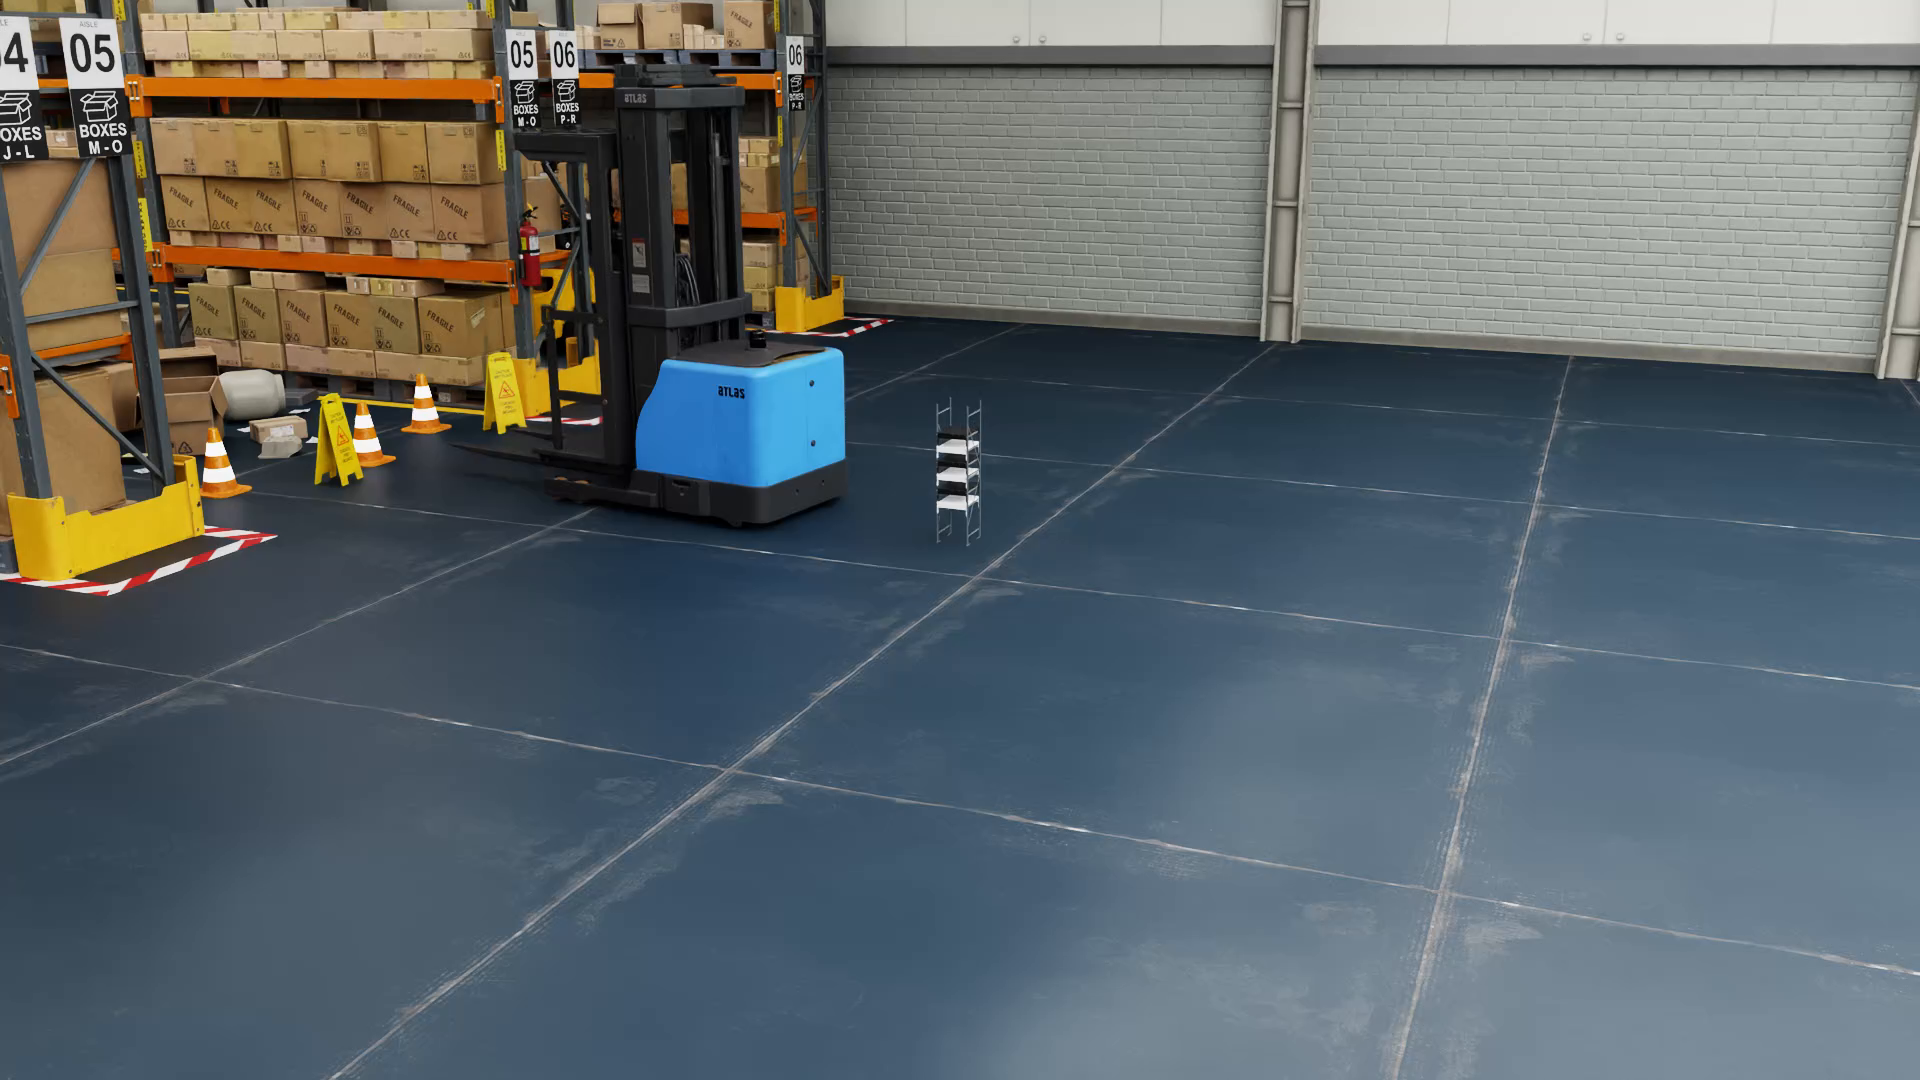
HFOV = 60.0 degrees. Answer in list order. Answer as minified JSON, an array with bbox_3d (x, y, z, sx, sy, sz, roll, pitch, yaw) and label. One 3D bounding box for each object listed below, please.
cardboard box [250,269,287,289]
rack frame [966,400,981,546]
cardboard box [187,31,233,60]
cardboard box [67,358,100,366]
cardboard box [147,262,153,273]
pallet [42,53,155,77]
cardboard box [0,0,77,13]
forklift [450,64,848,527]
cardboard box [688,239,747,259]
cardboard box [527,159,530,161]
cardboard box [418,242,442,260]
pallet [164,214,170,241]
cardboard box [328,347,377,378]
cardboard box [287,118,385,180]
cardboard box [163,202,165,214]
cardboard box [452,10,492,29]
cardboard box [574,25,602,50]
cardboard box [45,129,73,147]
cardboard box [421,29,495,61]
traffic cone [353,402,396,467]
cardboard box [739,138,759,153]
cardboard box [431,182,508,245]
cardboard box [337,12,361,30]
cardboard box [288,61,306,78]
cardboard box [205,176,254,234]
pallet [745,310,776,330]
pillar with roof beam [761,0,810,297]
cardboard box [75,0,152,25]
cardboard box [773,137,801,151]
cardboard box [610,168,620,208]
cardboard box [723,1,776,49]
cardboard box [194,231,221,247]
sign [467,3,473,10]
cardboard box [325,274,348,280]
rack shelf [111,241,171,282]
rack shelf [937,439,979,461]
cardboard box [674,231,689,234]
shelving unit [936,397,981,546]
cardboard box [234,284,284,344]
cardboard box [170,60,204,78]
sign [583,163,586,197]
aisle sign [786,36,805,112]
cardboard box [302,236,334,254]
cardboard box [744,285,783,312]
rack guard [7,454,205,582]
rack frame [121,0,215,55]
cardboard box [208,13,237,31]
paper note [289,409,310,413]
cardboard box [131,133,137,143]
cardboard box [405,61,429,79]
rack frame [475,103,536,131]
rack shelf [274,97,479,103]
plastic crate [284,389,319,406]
[{"bbox_3d":[-6.269,-2.407,15.253,0.250,0.149,0.380,7,18,23],"label":"cardboard box"},{"bbox_3d":[0.087,-0.423,10.515,0.006,0.900,0.240,6,17,21],"label":"rack frame"},{"bbox_3d":[-6.500,-4.410,14.838,0.500,0.250,0.500,6,17,20],"label":"cardboard box"},{"bbox_3d":[-7.917,-1.763,14.492,0.500,0.500,0.500,6,17,21],"label":"cardboard box"},{"bbox_3d":[-10.617,-3.857,22.309,0.500,0.500,0.500,7,18,23],"label":"cardboard box"},{"bbox_3d":[-7.827,-4.506,15.770,1.003,0.211,1.213,6,17,21],"label":"pallet"},{"bbox_3d":[-5.648,-3.238,9.870,0.500,0.250,0.500,6,17,21],"label":"cardboard box"},{"bbox_3d":[-2.311,-1.772,11.522,3.031,2.935,1.130,9,19,29],"label":"forklift"},{"bbox_3d":[-2.773,-3.321,19.120,0.500,0.250,0.500,7,17,22],"label":"cardboard box"},{"bbox_3d":[-5.033,-4.585,19.744,0.250,0.149,0.380,7,17,22],"label":"cardboard box"},{"bbox_3d":[-4.505,-2.546,14.515,0.250,0.149,0.380,6,17,20],"label":"cardboard box"},{"bbox_3d":[-7.950,-3.088,16.276,1.213,0.211,1.003,6,17,21],"label":"pallet"},{"bbox_3d":[-5.390,-1.657,15.178,0.500,0.250,0.500,6,17,19],"label":"cardboard box"},{"bbox_3d":[-5.520,-3.488,14.803,0.500,0.500,0.700,6,17,20],"label":"cardboard box"},{"bbox_3d":[-7.690,-3.284,16.303,0.250,0.149,0.380,7,17,21],"label":"cardboard box"},{"bbox_3d":[-3.994,-4.316,13.801,0.250,0.149,0.380,6,17,21],"label":"cardboard box"},{"bbox_3d":[-4.205,-5.747,19.019,0.258,0.266,0.396,6,17,19],"label":"cardboard box"},{"bbox_3d":[-8.714,-3.846,15.913,0.250,0.149,0.380,6,17,18],"label":"cardboard box"},{"bbox_3d":[-4.146,-4.149,13.941,0.500,0.250,0.500,6,17,20],"label":"cardboard box"},{"bbox_3d":[-4.536,-0.824,12.681,0.334,0.463,0.336,6,17,21],"label":"traffic cone"},{"bbox_3d":[-2.405,-4.445,18.727,0.250,0.149,0.380,6,17,21],"label":"cardboard box"},{"bbox_3d":[-4.177,-2.830,14.330,0.500,0.500,0.500,6,17,20],"label":"cardboard box"},{"bbox_3d":[-5.140,-4.474,14.344,0.250,0.149,0.380,6,17,19],"label":"cardboard box"},{"bbox_3d":[-5.656,-4.131,14.592,0.250,0.149,0.380,6,17,21],"label":"cardboard box"},{"bbox_3d":[-6.510,-3.093,15.234,0.500,0.500,0.500,6,17,20],"label":"cardboard box"},{"bbox_3d":[-2.480,-2.671,19.497,1.213,0.211,1.003,6,17,21],"label":"pallet"},{"bbox_3d":[-3.650,-6.013,15.244,0.400,9.000,9.100,6,17,21],"label":"pillar with roof beam"},{"bbox_3d":[-7.878,-4.901,15.414,0.500,0.250,0.500,7,17,22],"label":"cardboard box"},{"bbox_3d":[-1.987,-4.535,19.039,0.250,0.149,0.380,6,17,20],"label":"cardboard box"},{"bbox_3d":[-3.735,-4.130,19.339,0.500,0.500,0.500,6,17,21],"label":"cardboard box"},{"bbox_3d":[-2.255,-5.663,18.309,0.500,0.500,0.500,7,18,22],"label":"cardboard box"},{"bbox_3d":[-6.863,-2.816,15.444,0.250,0.149,0.380,7,18,22],"label":"cardboard box"},{"bbox_3d":[-5.664,-6.050,19.263,0.005,0.325,0.100,6,17,21],"label":"sign"},{"bbox_3d":[-6.170,-2.263,15.923,0.500,0.500,0.500,7,17,22],"label":"cardboard box"},{"bbox_3d":[-9.153,-2.924,16.655,4.000,0.370,1.077,6,17,21],"label":"rack shelf"},{"bbox_3d":[-0.008,-0.574,10.510,0.200,0.077,0.258,6,17,21],"label":"rack shelf"},{"bbox_3d":[-3.533,-3.561,19.945,0.500,0.250,0.500,6,17,20],"label":"cardboard box"},{"bbox_3d":[-0.008,-0.433,10.551,0.210,0.900,0.258,6,17,21],"label":"shelving unit"},{"bbox_3d":[-6.340,-2.124,15.443,0.500,0.500,0.500,7,18,23],"label":"cardboard box"},{"bbox_3d":[-6.870,-4.247,14.993,0.250,0.149,0.380,6,17,21],"label":"cardboard box"},{"bbox_3d":[-3.372,-3.212,14.804,0.005,0.325,0.100,6,17,21],"label":"sign"},{"bbox_3d":[-1.800,-5.109,18.228,0.004,0.787,0.394,6,17,21],"label":"aisle sign"},{"bbox_3d":[-5.686,-2.677,14.964,0.250,0.149,0.380,6,17,20],"label":"cardboard box"},{"bbox_3d":[-2.306,-2.790,19.084,0.500,0.250,0.500,6,17,21],"label":"cardboard box"},{"bbox_3d":[-5.271,-0.158,10.322,0.348,0.500,1.175,6,17,21],"label":"rack guard"},{"bbox_3d":[-7.292,-5.946,15.013,0.127,3.000,1.000,6,17,21],"label":"rack frame"},{"bbox_3d":[-6.389,-4.568,14.670,0.250,0.149,0.380,6,17,20],"label":"cardboard box"},{"bbox_3d":[-5.765,-1.131,14.514,0.148,0.019,0.142,0,16,1],"label":"paper note"},{"bbox_3d":[-10.782,-5.132,22.032,0.637,0.503,0.797,6,17,19],"label":"cardboard box"},{"bbox_3d":[-4.484,-3.992,14.115,0.250,0.149,0.380,7,18,22],"label":"cardboard box"},{"bbox_3d":[-5.474,-4.352,20.285,0.127,3.000,1.000,6,17,21],"label":"rack frame"},{"bbox_3d":[-7.335,-5.652,20.672,4.000,0.370,1.077,6,17,21],"label":"rack shelf"},{"bbox_3d":[-6.133,-1.289,14.971,0.583,0.080,0.402,0,16,1],"label":"plastic crate"}]
